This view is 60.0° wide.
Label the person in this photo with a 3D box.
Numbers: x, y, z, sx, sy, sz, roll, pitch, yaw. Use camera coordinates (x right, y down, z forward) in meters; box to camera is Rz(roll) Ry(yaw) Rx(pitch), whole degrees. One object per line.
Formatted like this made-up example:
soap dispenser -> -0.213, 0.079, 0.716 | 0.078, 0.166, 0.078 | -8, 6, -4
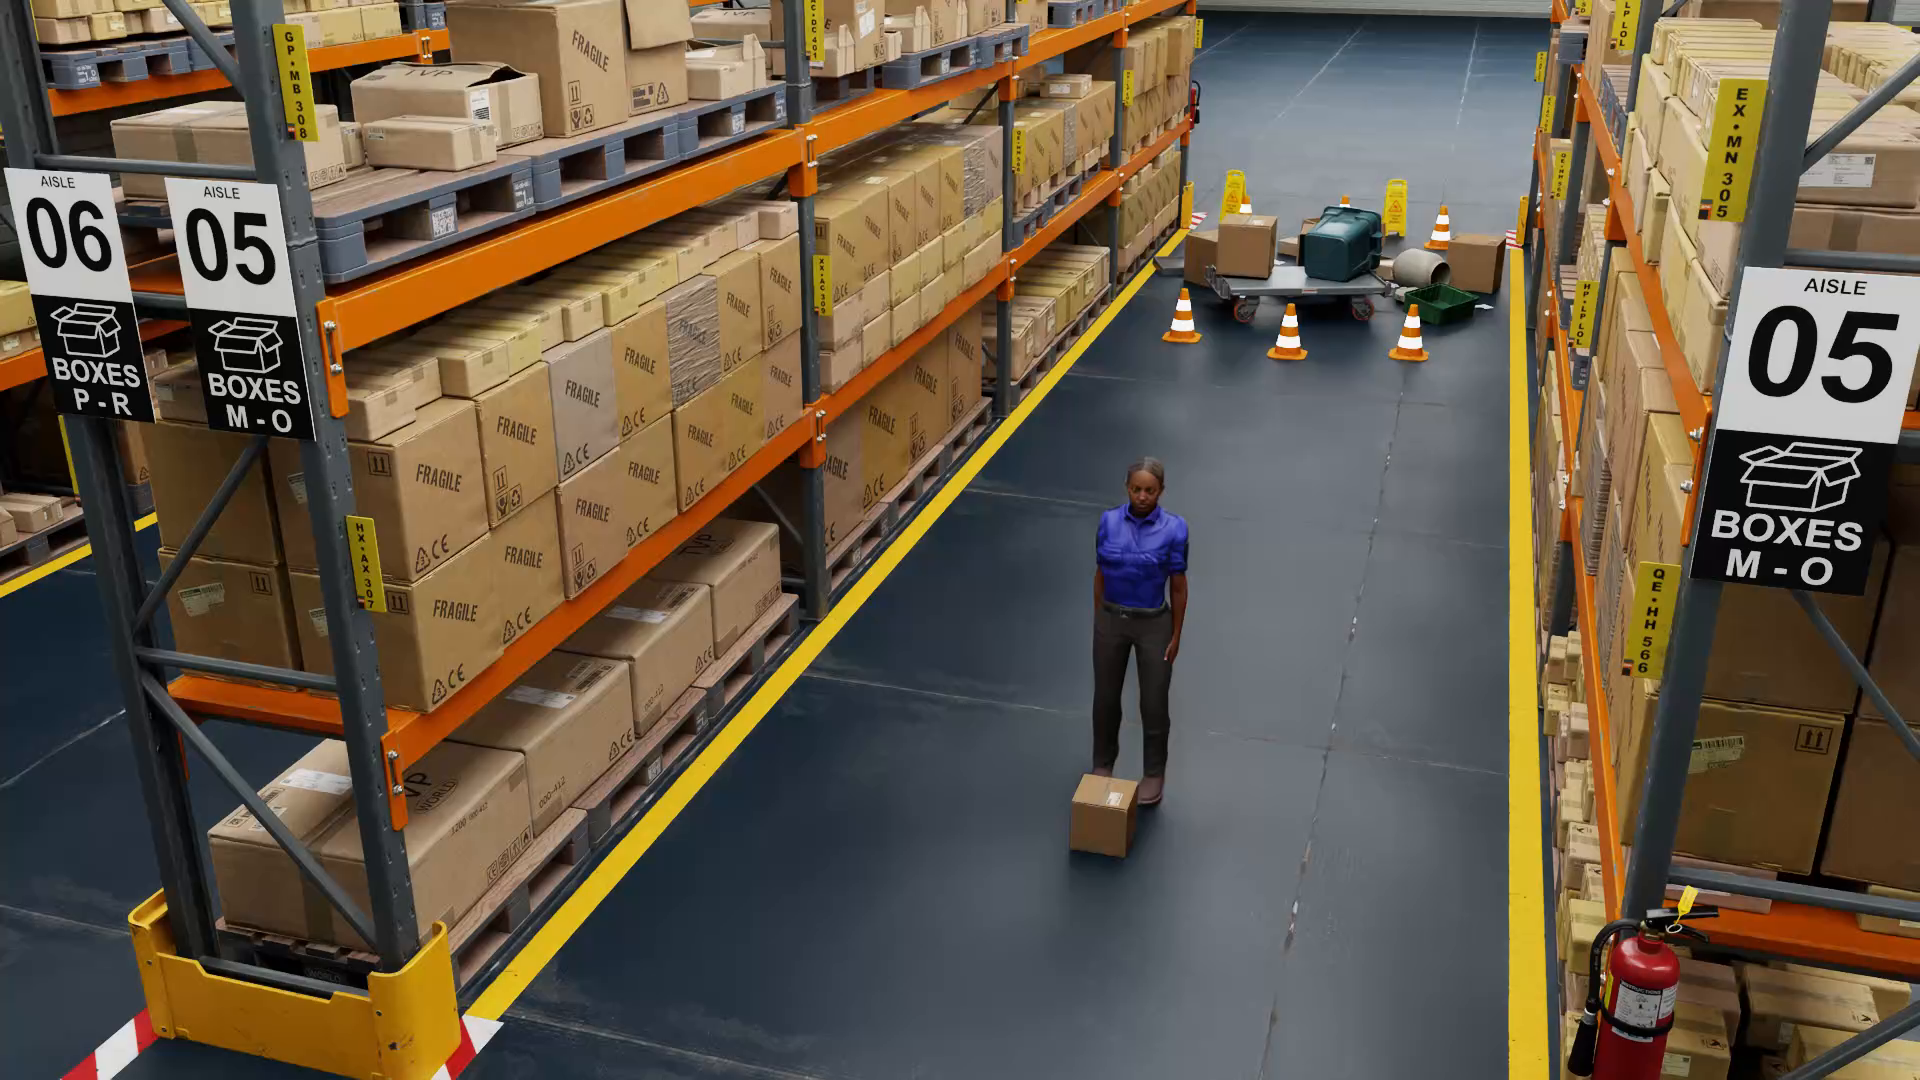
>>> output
person -> 0.810, 0.418, 7.597 | 0.436, 1.675, 0.322 | 7, 23, 17
